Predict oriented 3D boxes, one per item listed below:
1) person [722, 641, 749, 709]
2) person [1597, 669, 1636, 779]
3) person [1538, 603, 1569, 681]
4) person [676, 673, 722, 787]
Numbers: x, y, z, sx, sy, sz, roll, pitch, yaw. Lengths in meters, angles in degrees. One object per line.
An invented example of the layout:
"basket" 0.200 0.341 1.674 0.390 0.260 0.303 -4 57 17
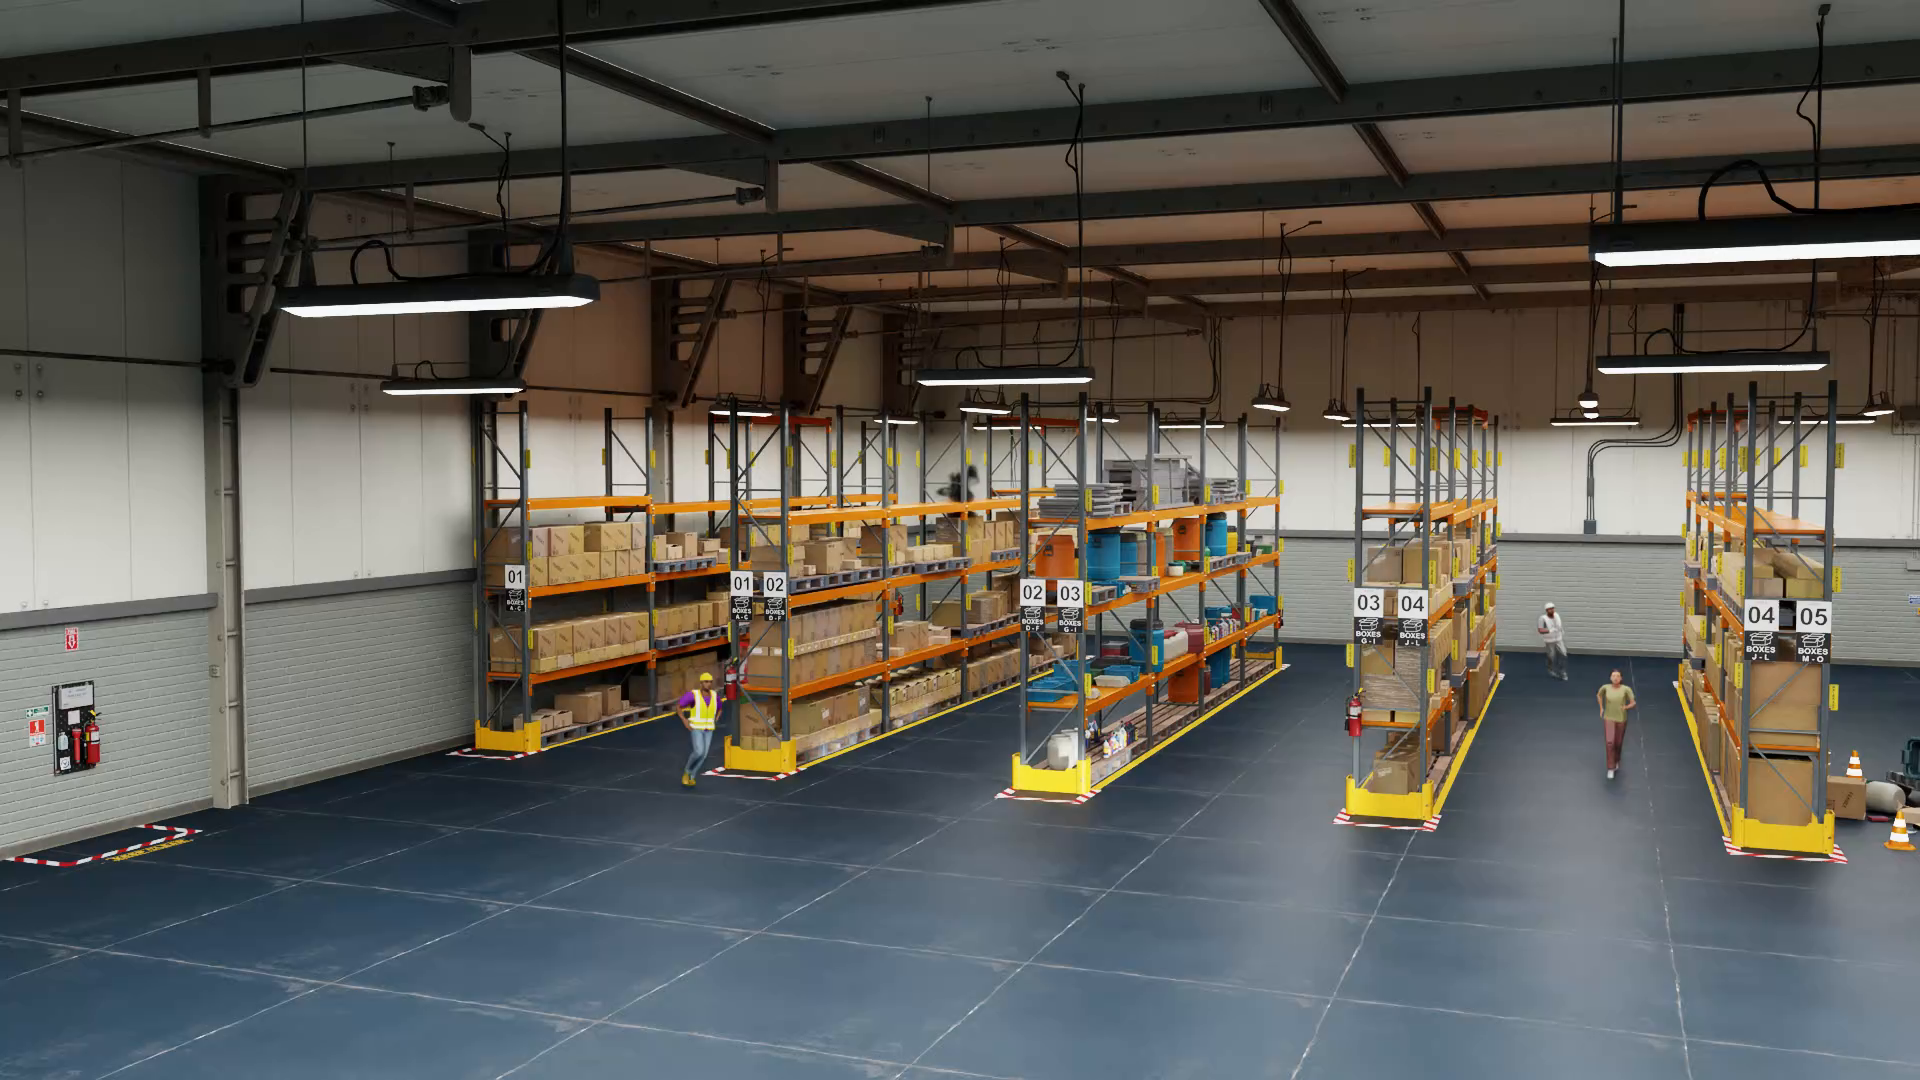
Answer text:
"person" -3.859 2.685 29.116 0.632 1.836 0.736 1 3 17
"person" 10.393 2.882 26.328 0.569 1.703 0.839 1 3 18
"person" 13.382 2.311 37.671 0.729 1.815 0.691 0 3 -9
"person" -3.940 2.902 25.503 0.714 1.730 0.548 -2 4 -38
